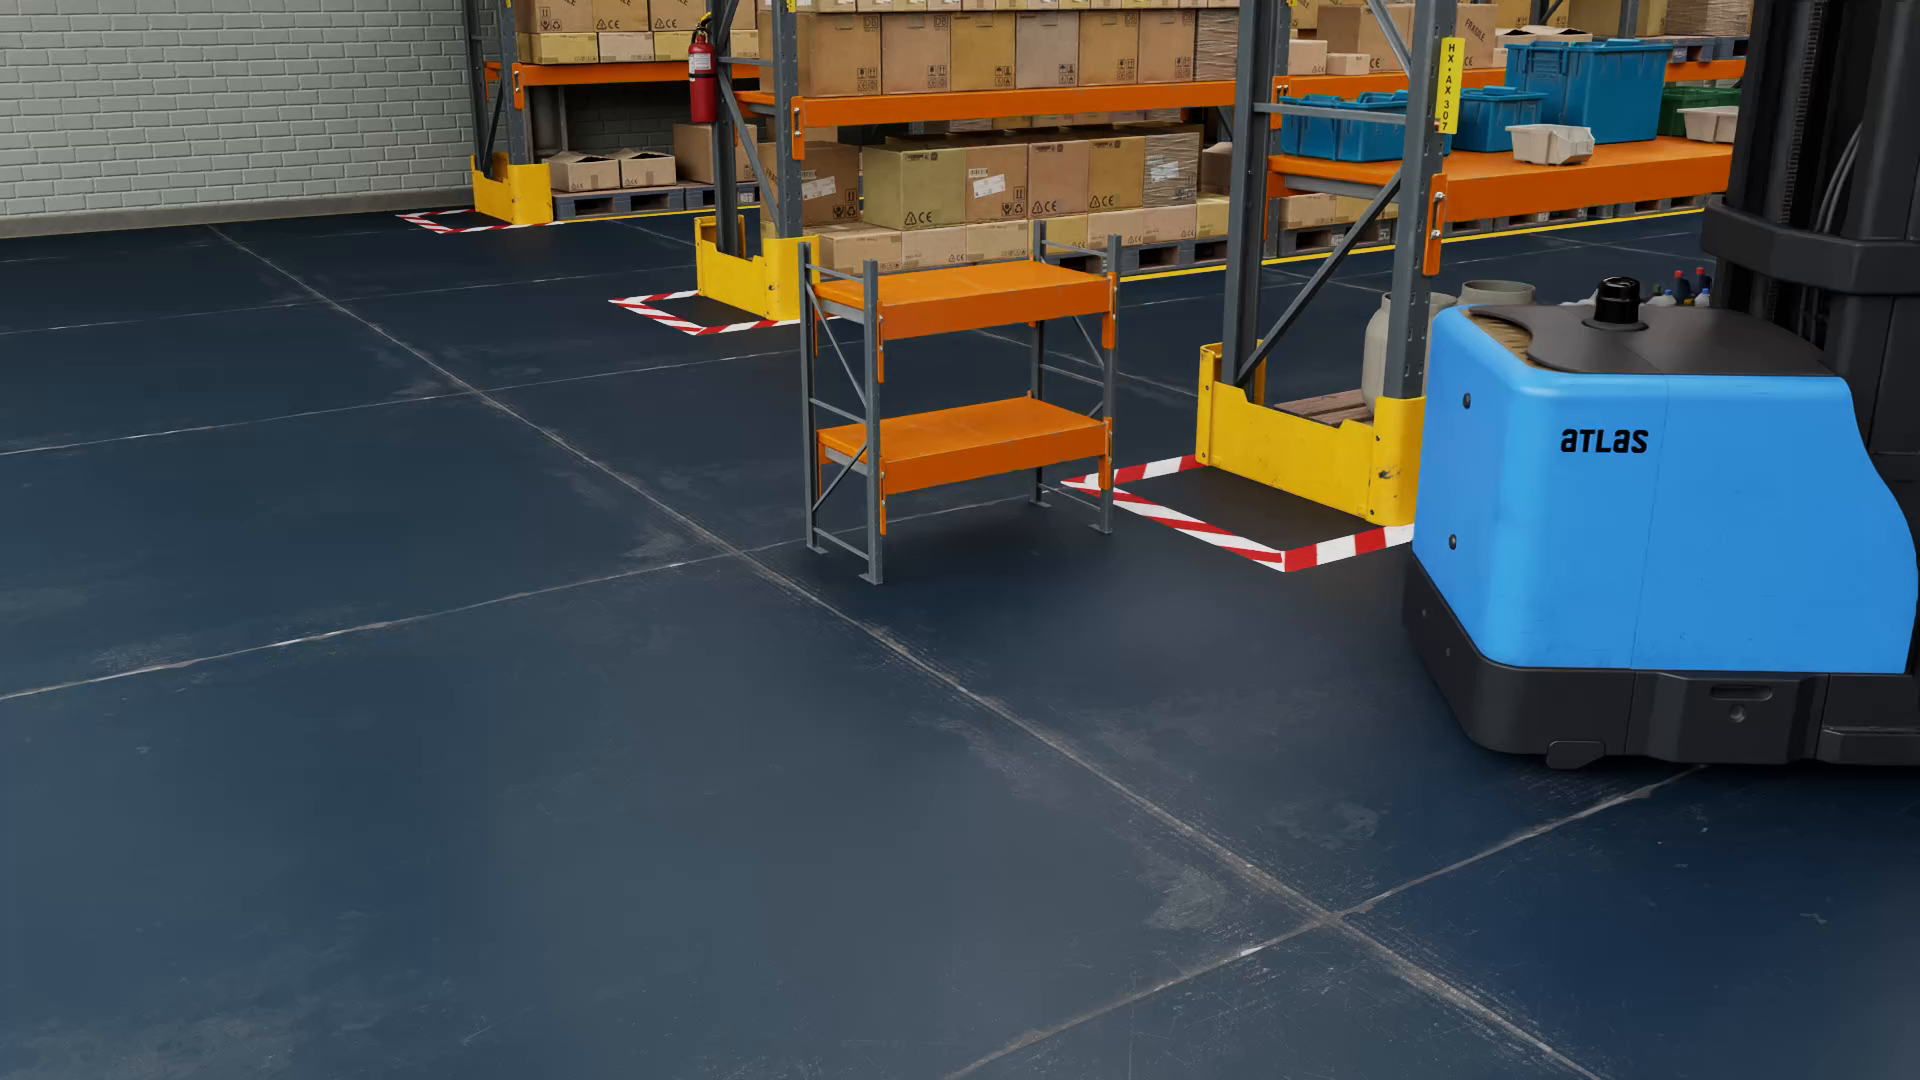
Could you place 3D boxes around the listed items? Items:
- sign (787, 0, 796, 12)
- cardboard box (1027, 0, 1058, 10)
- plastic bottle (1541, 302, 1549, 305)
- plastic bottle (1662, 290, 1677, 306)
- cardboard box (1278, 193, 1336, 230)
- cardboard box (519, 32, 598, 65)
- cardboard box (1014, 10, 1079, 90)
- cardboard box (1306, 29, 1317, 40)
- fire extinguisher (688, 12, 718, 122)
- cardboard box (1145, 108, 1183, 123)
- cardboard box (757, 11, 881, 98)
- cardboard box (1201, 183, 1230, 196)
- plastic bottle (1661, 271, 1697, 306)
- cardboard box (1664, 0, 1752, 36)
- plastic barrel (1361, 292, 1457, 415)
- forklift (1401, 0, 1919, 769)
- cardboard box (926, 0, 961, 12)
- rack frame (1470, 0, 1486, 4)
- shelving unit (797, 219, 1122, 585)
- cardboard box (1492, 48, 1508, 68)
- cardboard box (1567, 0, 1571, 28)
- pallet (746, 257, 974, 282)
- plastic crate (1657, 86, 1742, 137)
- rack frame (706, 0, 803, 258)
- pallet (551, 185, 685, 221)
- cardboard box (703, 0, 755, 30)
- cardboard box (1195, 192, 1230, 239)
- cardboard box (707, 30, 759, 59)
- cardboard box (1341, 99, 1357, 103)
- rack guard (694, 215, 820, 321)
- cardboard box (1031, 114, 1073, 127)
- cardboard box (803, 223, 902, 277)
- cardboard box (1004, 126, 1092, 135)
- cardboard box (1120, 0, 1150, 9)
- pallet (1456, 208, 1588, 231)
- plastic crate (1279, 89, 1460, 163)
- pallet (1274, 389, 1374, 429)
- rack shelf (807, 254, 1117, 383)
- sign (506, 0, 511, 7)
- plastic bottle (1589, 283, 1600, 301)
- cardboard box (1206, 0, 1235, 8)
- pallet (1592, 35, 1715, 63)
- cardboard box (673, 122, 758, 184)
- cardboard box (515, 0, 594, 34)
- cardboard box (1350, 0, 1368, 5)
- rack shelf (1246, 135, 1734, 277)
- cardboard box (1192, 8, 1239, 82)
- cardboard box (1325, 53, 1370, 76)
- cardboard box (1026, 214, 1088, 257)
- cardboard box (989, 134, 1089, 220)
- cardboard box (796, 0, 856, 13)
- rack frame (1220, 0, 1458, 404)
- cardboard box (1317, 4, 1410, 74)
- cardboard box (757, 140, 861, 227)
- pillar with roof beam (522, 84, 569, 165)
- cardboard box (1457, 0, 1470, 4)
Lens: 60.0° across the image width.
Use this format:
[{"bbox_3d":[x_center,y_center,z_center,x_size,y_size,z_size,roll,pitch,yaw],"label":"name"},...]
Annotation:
[{"bbox_3d":[-0.989,-3.248,9.692,0.005,0.325,0.100,-12,22,-31],"label":"sign"},{"bbox_3d":[0.442,-3.586,11.000,0.250,0.149,0.380,-12,22,-31],"label":"cardboard box"},{"bbox_3d":[2.813,-1.012,8.109,0.133,0.283,0.061,-11,22,-30],"label":"plastic bottle"},{"bbox_3d":[3.611,-1.144,8.519,0.097,0.271,0.097,0,19,0],"label":"plastic bottle"},{"bbox_3d":[2.525,-2.555,12.757,0.500,0.250,0.500,-13,22,-33],"label":"cardboard box"},{"bbox_3d":[-3.434,-4.213,14.227,0.500,0.250,0.500,-13,22,-33],"label":"cardboard box"},{"bbox_3d":[0.400,-3.349,11.312,0.500,0.500,0.700,-11,22,-30],"label":"cardboard box"},{"bbox_3d":[3.905,-5.761,18.963,0.250,0.149,0.380,-11,22,-30],"label":"cardboard box"},{"bbox_3d":[-1.643,-3.016,10.604,0.183,0.674,0.296,-12,22,-31],"label":"fire extinguisher"},{"bbox_3d":[2.092,-4.567,18.285,0.500,0.500,0.700,-12,22,-31],"label":"cardboard box"},{"bbox_3d":[-0.892,-3.076,10.503,0.500,0.500,0.700,-12,22,-31],"label":"cardboard box"},{"bbox_3d":[2.239,-2.701,13.189,0.500,0.250,0.500,-12,22,-32],"label":"cardboard box"},{"bbox_3d":[3.713,-1.218,8.612,0.185,0.351,0.144,-13,23,-34],"label":"plastic bottle"},{"bbox_3d":[6.725,-4.856,15.114,0.500,0.500,0.700,-8,20,-21],"label":"cardboard box"},{"bbox_3d":[1.940,-0.781,7.100,0.421,0.512,0.421,0,19,0],"label":"plastic barrel"},{"bbox_3d":[2.893,-0.908,4.355,3.031,2.935,1.130,1,19,2],"label":"forklift"},{"bbox_3d":[-0.203,-3.450,10.599,0.250,0.149,0.380,-12,22,-32],"label":"cardboard box"},{"bbox_3d":[6.006,-6.388,20.456,0.127,3.000,1.000,-12,22,-31],"label":"rack frame"},{"bbox_3d":[0.006,-0.534,6.068,1.048,1.125,0.538,-12,22,-31],"label":"shelving unit"},{"bbox_3d":[4.359,-4.000,13.785,0.250,0.149,0.380,-10,21,-27],"label":"cardboard box"},{"bbox_3d":[7.683,-6.879,21.440,0.700,0.700,0.980,-13,23,-34],"label":"cardboard box"},{"bbox_3d":[-0.673,-1.775,11.164,1.213,0.211,1.003,-12,22,-31],"label":"pallet"},{"bbox_3d":[3.484,-2.065,7.999,0.662,0.188,0.450,-12,22,-31],"label":"plastic crate"},{"bbox_3d":[-1.289,-2.950,10.286,0.127,3.000,1.000,-12,22,-31],"label":"rack frame"},{"bbox_3d":[-3.255,-3.100,15.085,1.213,0.211,1.003,-12,22,-31],"label":"pallet"},{"bbox_3d":[-2.175,-4.839,14.907,0.500,0.500,0.500,-11,22,-30],"label":"cardboard box"},{"bbox_3d":[1.785,-2.410,12.329,0.500,0.250,0.500,-12,22,-31],"label":"cardboard box"},{"bbox_3d":[-2.156,-4.485,15.031,0.500,0.250,0.500,-12,22,-31],"label":"cardboard box"},{"bbox_3d":[4.086,-5.111,19.379,0.750,0.750,0.750,-12,22,-32],"label":"cardboard box"},{"bbox_3d":[-1.309,-1.761,10.674,0.348,0.500,1.175,-12,22,-31],"label":"rack guard"},{"bbox_3d":[0.782,-4.320,17.557,0.500,0.500,0.700,-12,22,-31],"label":"cardboard box"},{"bbox_3d":[-0.719,-1.881,10.763,0.500,0.250,0.500,-12,22,-31],"label":"cardboard box"},{"bbox_3d":[0.657,-2.732,12.108,0.500,0.500,0.500,-12,22,-31],"label":"cardboard box"},{"bbox_3d":[1.092,-3.725,11.410,0.250,0.149,0.380,-12,22,-32],"label":"cardboard box"},{"bbox_3d":[4.684,-2.903,14.503,1.213,0.211,1.003,-12,22,-31],"label":"pallet"},{"bbox_3d":[1.686,-1.722,6.886,0.616,0.251,0.499,-12,22,-31],"label":"plastic crate"},{"bbox_3d":[2.151,-0.471,7.308,1.213,0.211,1.003,-12,22,-31],"label":"pallet"},{"bbox_3d":[0.006,-0.811,5.974,1.000,0.278,0.538,-12,22,-31],"label":"rack shelf"},{"bbox_3d":[-3.718,-4.539,13.636,0.005,0.325,0.100,-12,22,-31],"label":"sign"},{"bbox_3d":[3.203,-1.110,8.294,0.185,0.351,0.144,-11,22,-29],"label":"plastic bottle"},{"bbox_3d":[1.735,-3.861,11.812,0.250,0.149,0.380,-12,22,-33],"label":"cardboard box"},{"bbox_3d":[5.920,-4.406,14.894,1.003,0.211,1.213,-12,22,-31],"label":"pallet"},{"bbox_3d":[-2.273,-3.612,15.462,0.500,0.500,0.700,-14,23,-35],"label":"cardboard box"},{"bbox_3d":[-3.452,-4.571,14.115,0.500,0.500,0.500,-12,22,-31],"label":"cardboard box"},{"bbox_3d":[4.500,-6.169,19.156,0.500,0.500,0.500,-11,22,-30],"label":"cardboard box"},{"bbox_3d":[3.103,-1.636,7.522,4.000,0.370,1.077,-12,22,-31],"label":"rack shelf"},{"bbox_3d":[1.685,-3.622,12.118,0.500,0.500,0.700,-13,22,-33],"label":"cardboard box"},{"bbox_3d":[2.904,-3.637,12.710,0.250,0.149,0.380,-12,22,-31],"label":"cardboard box"},{"bbox_3d":[0.535,-2.145,11.543,0.500,0.250,0.500,-12,22,-31],"label":"cardboard box"},{"bbox_3d":[0.536,-2.500,11.422,0.500,0.500,0.500,-12,22,-31],"label":"cardboard box"},{"bbox_3d":[-0.843,-3.316,10.200,0.250,0.149,0.380,-12,22,-32],"label":"cardboard box"},{"bbox_3d":[1.432,-1.624,6.365,0.127,3.000,1.000,-12,22,-31],"label":"rack frame"},{"bbox_3d":[3.142,-3.925,13.016,0.500,0.500,0.500,-10,21,-28],"label":"cardboard box"},{"bbox_3d":[-1.005,-2.375,11.054,0.500,0.500,0.500,-12,22,-31],"label":"cardboard box"},{"bbox_3d":[-1.540,-6.319,10.886,0.400,9.000,9.100,-12,22,-31],"label":"pillar with roof beam"},{"bbox_3d":[5.759,-6.437,19.949,0.500,0.500,0.500,-12,22,-32],"label":"cardboard box"}]
